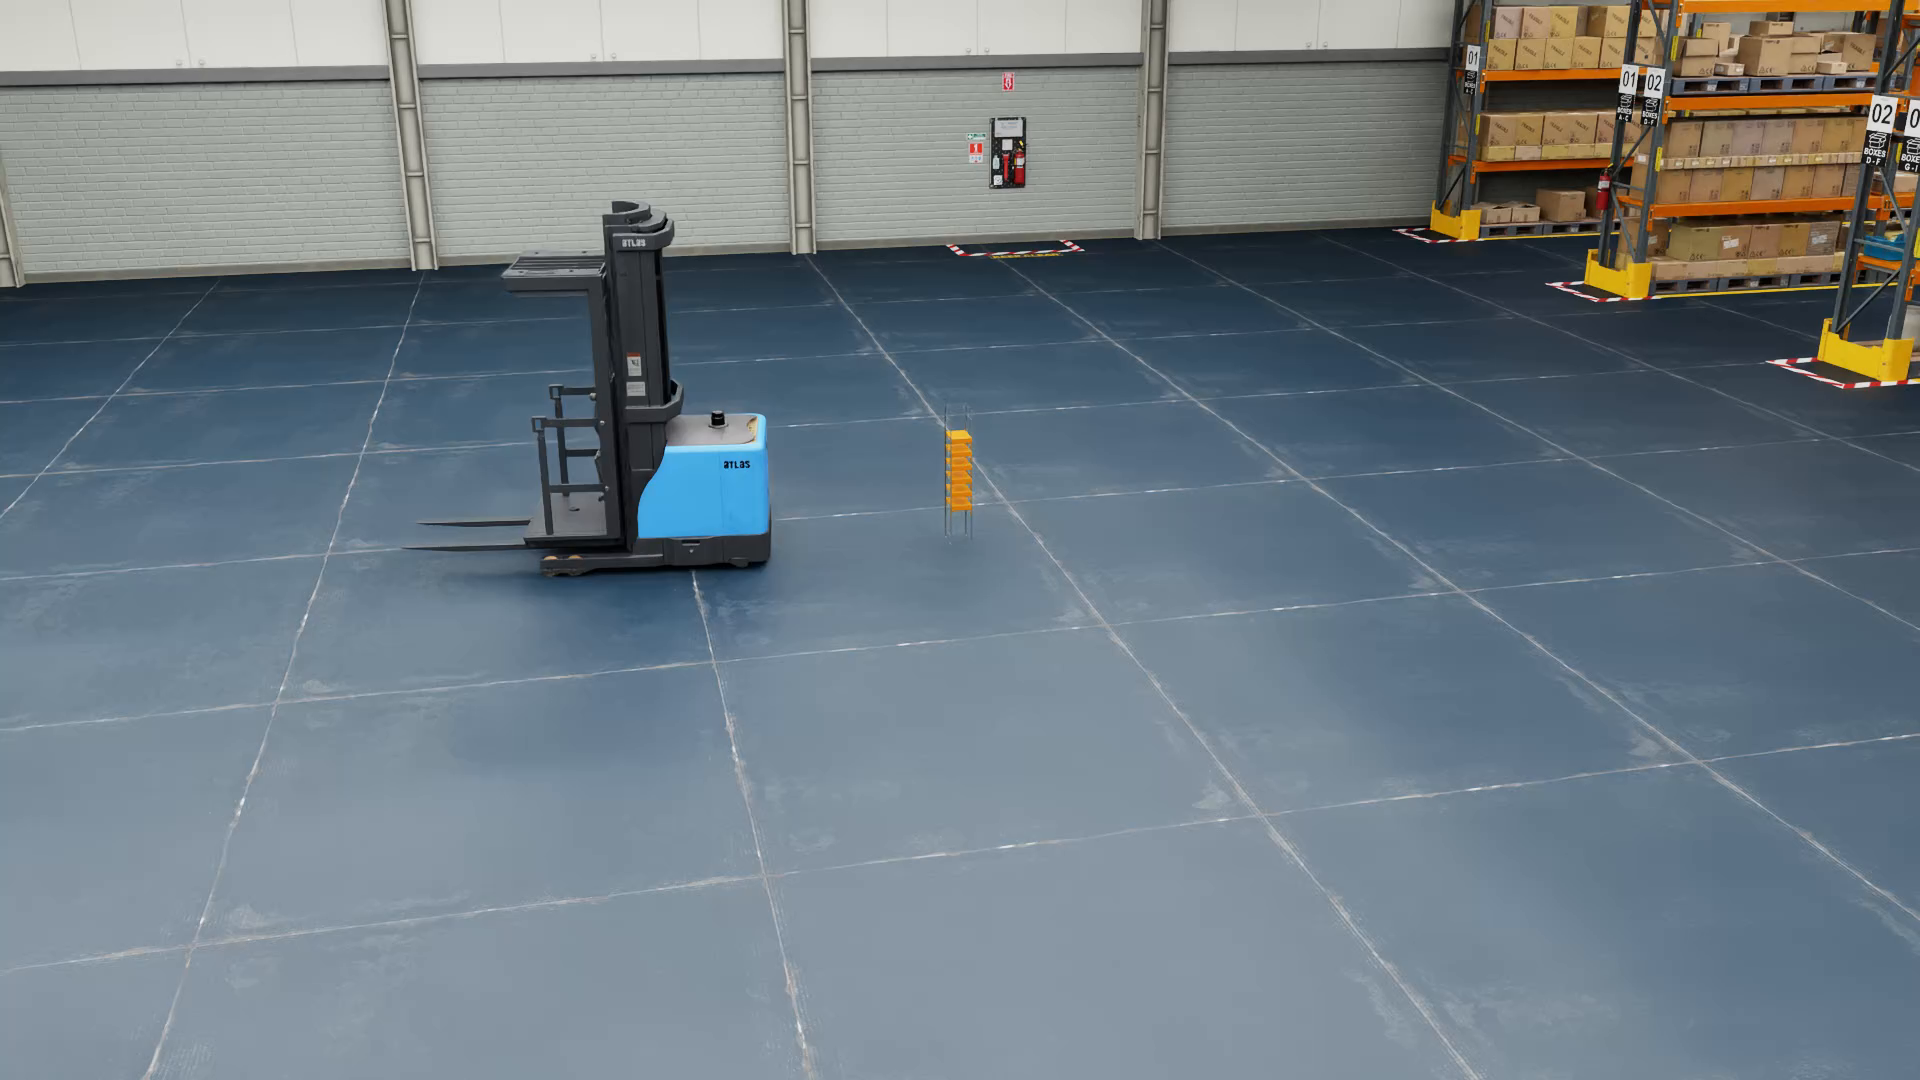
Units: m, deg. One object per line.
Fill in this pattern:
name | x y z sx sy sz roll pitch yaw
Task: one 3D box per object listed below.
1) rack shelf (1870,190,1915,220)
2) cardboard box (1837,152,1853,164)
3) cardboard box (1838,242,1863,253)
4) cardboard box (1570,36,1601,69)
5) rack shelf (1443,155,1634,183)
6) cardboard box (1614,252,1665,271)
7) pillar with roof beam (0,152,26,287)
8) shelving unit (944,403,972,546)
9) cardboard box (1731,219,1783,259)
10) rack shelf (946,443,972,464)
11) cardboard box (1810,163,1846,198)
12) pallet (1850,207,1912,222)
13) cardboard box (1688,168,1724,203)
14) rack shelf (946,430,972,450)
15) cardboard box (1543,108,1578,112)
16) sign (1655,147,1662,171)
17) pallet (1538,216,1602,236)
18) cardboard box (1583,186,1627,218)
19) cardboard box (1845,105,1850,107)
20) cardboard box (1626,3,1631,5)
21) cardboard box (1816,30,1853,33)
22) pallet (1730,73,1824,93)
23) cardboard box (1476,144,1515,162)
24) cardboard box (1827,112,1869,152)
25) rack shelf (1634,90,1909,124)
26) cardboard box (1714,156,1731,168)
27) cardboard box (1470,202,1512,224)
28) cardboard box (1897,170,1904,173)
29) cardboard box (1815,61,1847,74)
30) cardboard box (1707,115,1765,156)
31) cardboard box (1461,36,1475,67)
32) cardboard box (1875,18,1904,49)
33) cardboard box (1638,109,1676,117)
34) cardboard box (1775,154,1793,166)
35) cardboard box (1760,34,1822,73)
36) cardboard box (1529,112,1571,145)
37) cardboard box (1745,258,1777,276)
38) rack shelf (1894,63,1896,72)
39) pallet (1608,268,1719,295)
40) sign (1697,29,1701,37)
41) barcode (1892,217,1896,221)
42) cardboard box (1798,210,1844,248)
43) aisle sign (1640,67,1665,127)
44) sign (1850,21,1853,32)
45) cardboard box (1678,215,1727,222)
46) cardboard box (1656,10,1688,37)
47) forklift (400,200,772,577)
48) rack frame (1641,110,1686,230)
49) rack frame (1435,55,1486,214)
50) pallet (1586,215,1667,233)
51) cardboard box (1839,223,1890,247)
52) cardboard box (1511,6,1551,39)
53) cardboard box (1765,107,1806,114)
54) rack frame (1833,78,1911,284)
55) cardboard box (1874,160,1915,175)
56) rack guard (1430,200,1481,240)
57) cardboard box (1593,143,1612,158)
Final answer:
rack shelf | 15.583 -5.258 25.574 4.000 0.370 1.077 -5 21 -12
cardboard box | 12.926 -5.655 24.525 0.250 0.149 0.380 -5 21 -14
cardboard box | 13.973 -4.473 25.774 0.500 0.250 0.500 -5 21 -13
cardboard box | 10.535 -8.309 28.322 0.500 0.500 0.500 -3 20 -9
rack shelf | 10.546 -6.599 29.236 4.000 0.370 1.077 -5 21 -12
cardboard box | 10.198 -4.168 24.941 0.500 0.250 0.500 -5 21 -12
pillar with roof beam | -13.283 -6.600 19.470 0.400 9.000 9.100 -5 21 -12
shelving unit | -0.014 -0.562 14.327 0.189 1.200 0.258 -5 21 -12
cardboard box | 11.777 -4.465 24.660 0.500 0.500 0.500 -5 21 -12
rack shelf | -0.014 -0.746 14.260 0.180 0.103 0.258 -5 21 -12
cardboard box | 12.694 -5.403 24.780 0.500 0.500 0.700 -5 21 -13
pallet | 17.170 -6.139 30.990 1.213 0.211 1.003 -5 21 -12
cardboard box | 10.711 -5.243 24.344 0.500 0.500 0.700 -4 21 -11
rack shelf | -0.014 -0.859 14.218 0.180 0.103 0.258 -5 21 -12
cardboard box | 10.494 -7.297 29.194 0.500 0.500 0.500 -4 21 -12
sign | 9.866 -5.378 23.483 0.005 0.325 0.100 -5 21 -12
pallet | 10.658 -5.623 29.579 1.213 0.211 1.003 -5 21 -12
cardboard box | 11.492 -6.032 29.638 0.500 0.500 0.500 -6 21 -17
cardboard box | 16.057 -7.932 30.102 0.250 0.149 0.380 -7 21 -20
cardboard box | 11.950 -9.086 28.991 0.500 0.500 0.500 -4 21 -11
cardboard box | 15.632 -8.896 29.926 0.500 0.500 0.500 -5 21 -12
pallet | 11.627 -6.633 24.049 1.213 0.211 1.003 -5 21 -12
cardboard box | 9.148 -6.650 28.518 0.500 0.250 0.500 -5 21 -14
cardboard box | 13.206 -6.056 24.676 0.500 0.500 0.700 -5 21 -12
rack shelf | 11.690 -6.350 24.194 4.000 0.370 1.077 -5 21 -12
cardboard box | 10.921 -5.491 24.078 0.250 0.149 0.380 -5 21 -13
cardboard box | 9.294 -5.747 29.134 0.500 0.311 0.500 -7 21 -19
cardboard box | 14.450 -5.505 25.399 0.258 0.266 0.396 -5 21 -14
cardboard box | 12.525 -6.804 23.939 0.250 0.149 0.380 -5 21 -12
cardboard box | 11.253 -5.897 24.243 0.500 0.500 0.700 -5 21 -12
cardboard box | 8.948 -8.361 28.465 0.500 0.500 0.500 -3 20 -9
cardboard box | 16.835 -9.130 29.955 0.500 0.500 0.700 -6 21 -17
cardboard box | 12.104 -7.245 29.053 0.500 0.500 0.500 -5 21 -13
cardboard box | 11.927 -5.573 24.302 0.250 0.149 0.380 -4 20 -11
cardboard box | 12.005 -7.069 24.148 0.637 0.503 0.797 -2 20 -6
cardboard box | 10.121 -7.081 28.605 0.500 0.500 0.500 -5 21 -14
cardboard box | 11.777 -4.113 24.790 0.500 0.250 0.500 -5 21 -12
rack shelf | 18.332 -8.641 30.448 4.000 0.370 1.077 -5 21 -12
pallet | 10.478 -3.886 24.837 1.213 0.211 1.003 -5 21 -12
sign | 12.625 -8.565 28.445 0.005 0.325 0.100 -5 21 -12
barcode | 13.980 -4.802 24.882 0.075 0.075 0.001 -5 21 -12
cardboard box | 13.113 -4.763 25.476 0.500 0.500 0.500 -5 21 -12
aisle sign | 9.750 -6.233 23.413 0.004 0.787 0.394 -5 21 -12
sign | 16.266 -9.286 30.299 0.005 0.325 0.100 -5 21 -12
cardboard box | 11.167 -4.605 25.043 0.500 0.500 0.500 -5 21 -12
cardboard box | 12.068 -8.899 28.480 0.500 0.500 0.500 -6 21 -17
forklift | -3.139 -1.264 13.726 3.031 2.935 1.130 -2 20 -5
rack frame | 12.493 -7.095 29.544 0.127 3.000 1.000 -5 21 -12
rack frame | 8.600 -6.778 28.680 0.127 3.000 1.000 -5 21 -12
pallet | 11.847 -5.721 29.846 1.213 0.211 1.003 -5 21 -12
cardboard box | 13.964 -4.735 25.672 0.500 0.311 0.500 -5 21 -12
cardboard box | 9.531 -8.685 27.895 0.500 0.500 0.500 -5 21 -13
cardboard box | 14.723 -7.519 29.915 0.500 0.500 0.700 -5 21 -12
rack frame | 13.636 -5.437 25.018 0.127 3.000 1.000 -5 21 -12
cardboard box | 17.131 -6.614 30.745 0.750 0.750 0.750 -5 21 -13
rack guard | 8.674 -5.611 29.126 0.348 0.500 1.175 -5 21 -12
cardboard box | 11.129 -6.813 28.964 0.500 0.250 0.500 -5 21 -13
